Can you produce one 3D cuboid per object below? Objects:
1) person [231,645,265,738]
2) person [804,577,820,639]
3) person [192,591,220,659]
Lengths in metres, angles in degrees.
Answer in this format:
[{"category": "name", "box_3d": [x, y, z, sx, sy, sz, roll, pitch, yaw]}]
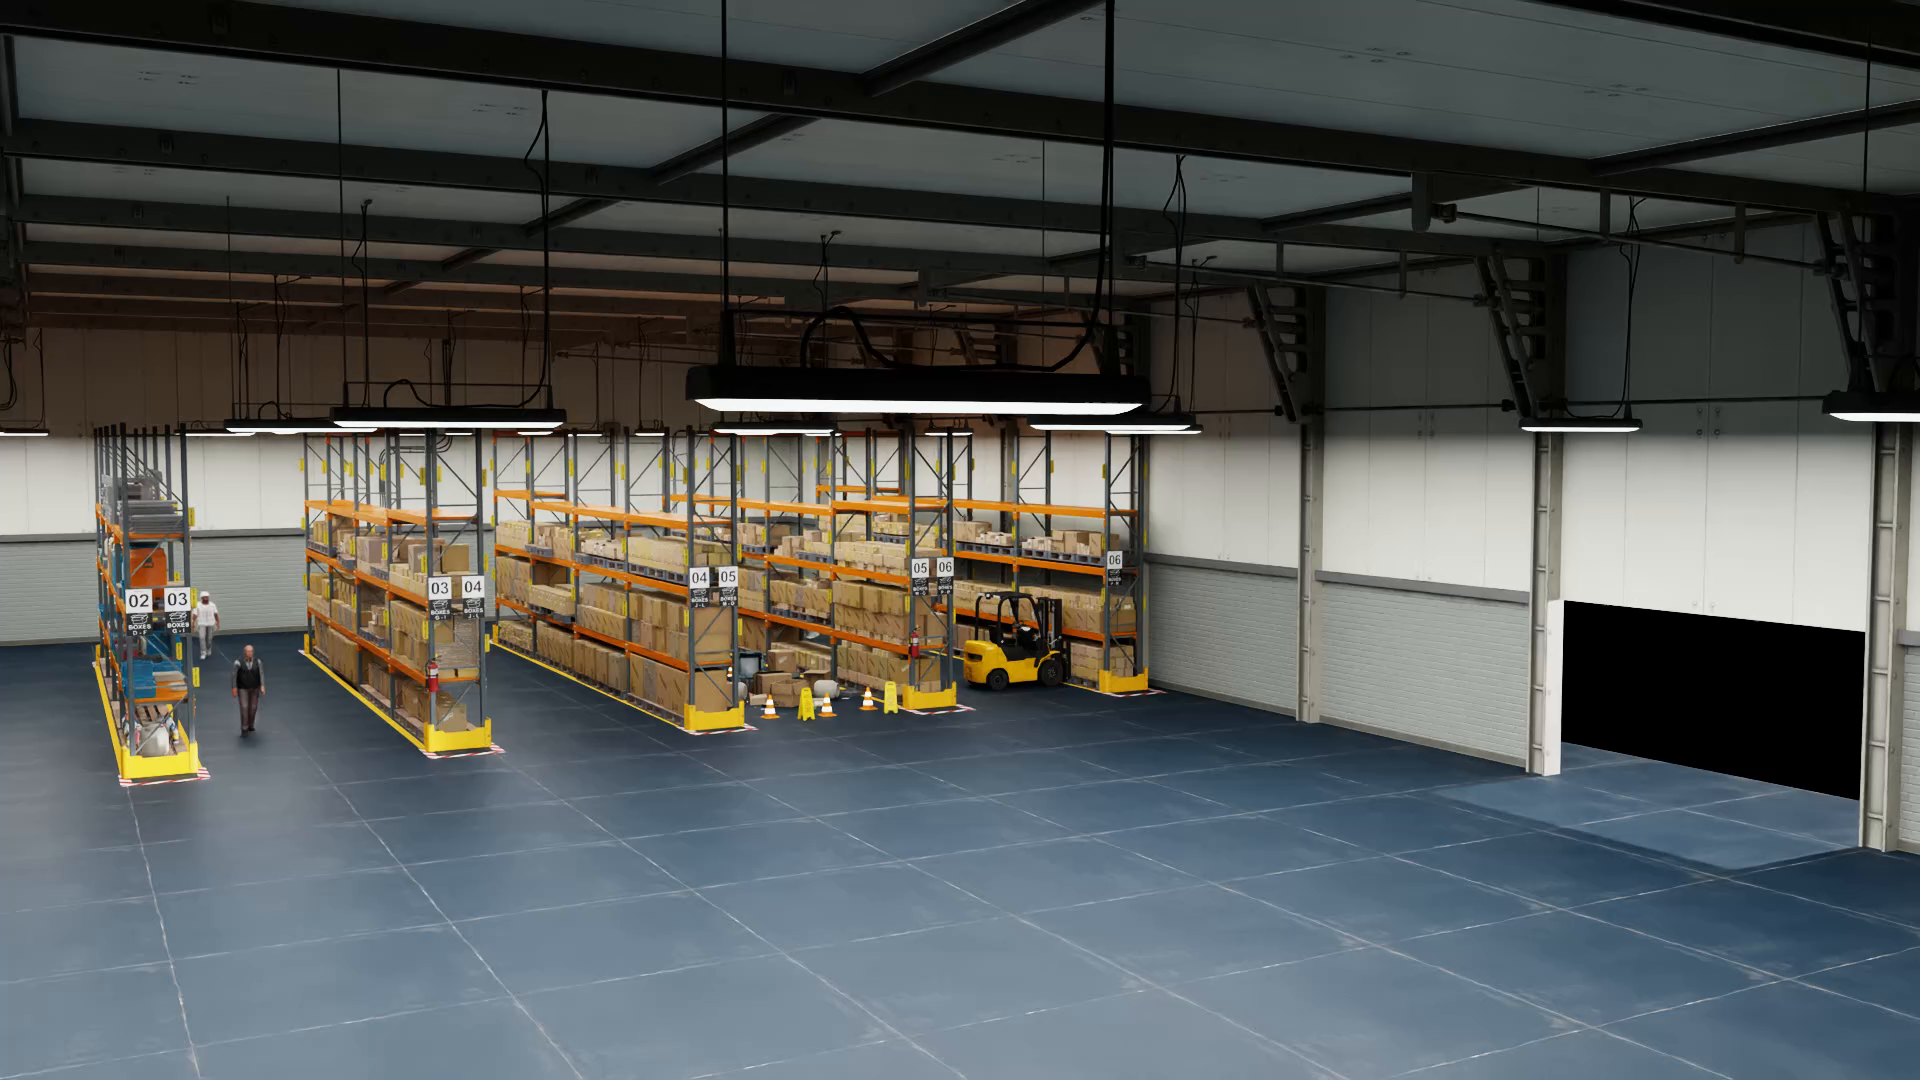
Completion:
[{"category": "person", "box_3d": [-13.796, 2.912, 32.280, 0.575, 1.729, 0.769, -3, 4, -39]}, {"category": "person", "box_3d": [-4.289, 1.946, 47.908, 0.683, 1.777, 0.679, 1, 4, 16]}, {"category": "person", "box_3d": [-19.696, 2.206, 43.428, 0.667, 1.714, 0.989, -2, 4, -30]}]
